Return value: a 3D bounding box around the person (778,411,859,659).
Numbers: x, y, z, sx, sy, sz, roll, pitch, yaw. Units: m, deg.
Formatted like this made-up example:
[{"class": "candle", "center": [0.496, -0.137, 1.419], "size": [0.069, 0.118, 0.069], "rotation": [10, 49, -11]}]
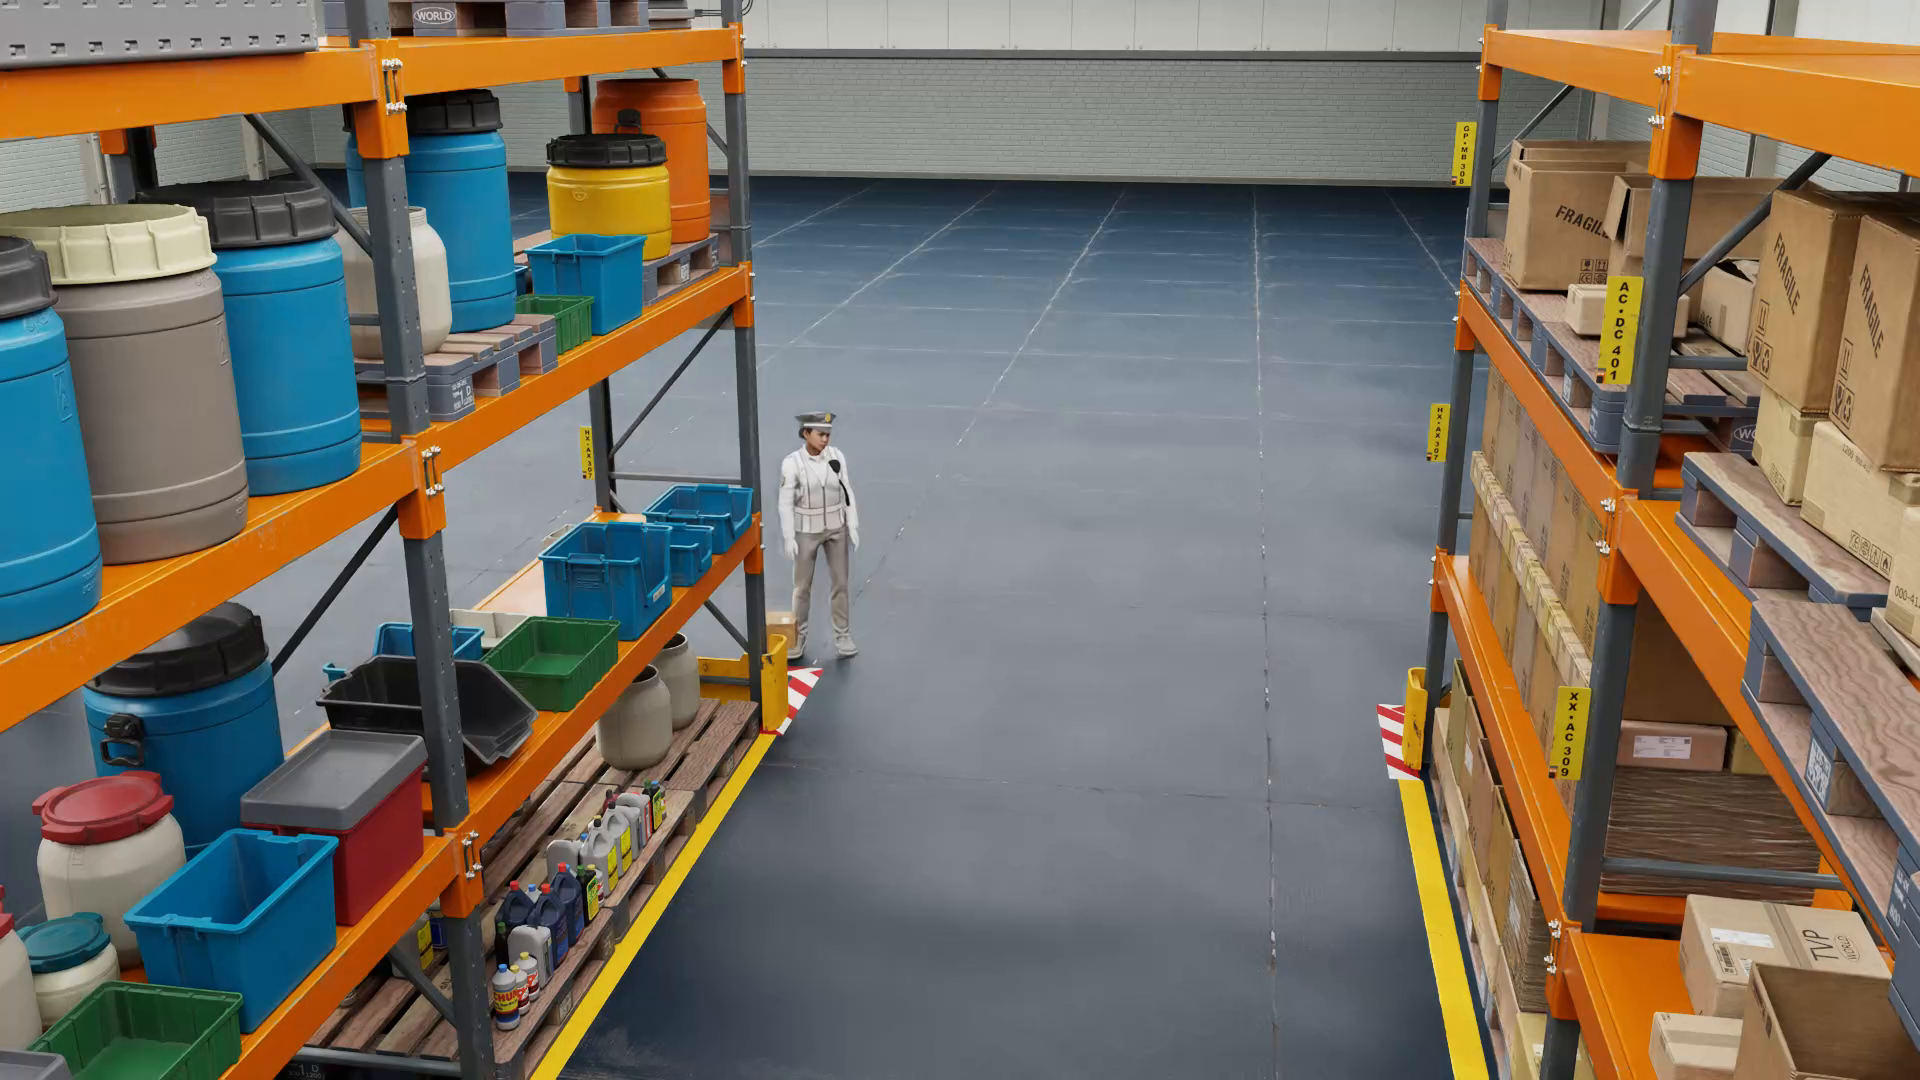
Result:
[{"class": "person", "center": [-0.931, -0.032, 11.045], "size": [0.534, 1.686, 0.432], "rotation": [-7, 19, -21]}]
